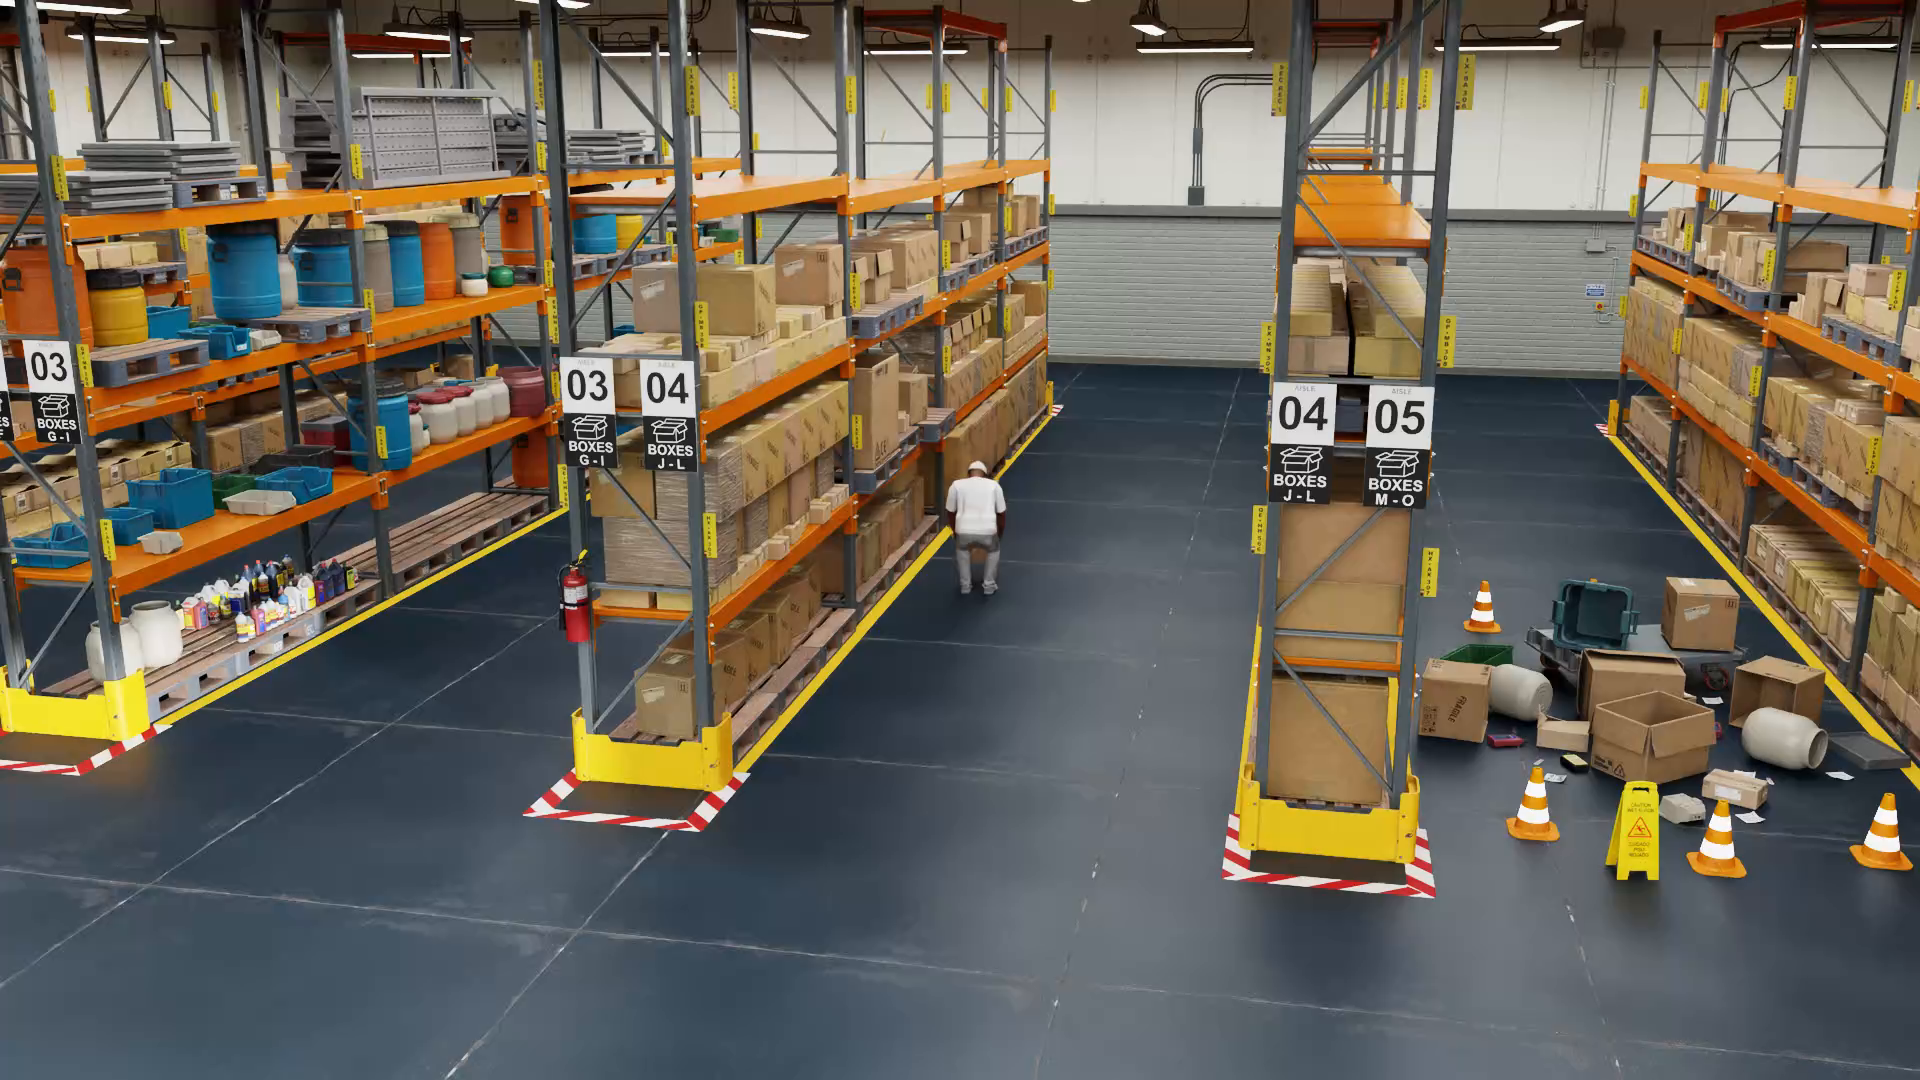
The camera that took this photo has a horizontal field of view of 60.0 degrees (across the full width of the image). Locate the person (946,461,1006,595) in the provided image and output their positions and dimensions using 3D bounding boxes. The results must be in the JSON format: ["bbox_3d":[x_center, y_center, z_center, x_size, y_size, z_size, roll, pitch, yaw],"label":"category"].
[{"bbox_3d":[0.150,-0.122,17.332,0.630,1.317,0.802,2,15,7],"label":"person"}]
